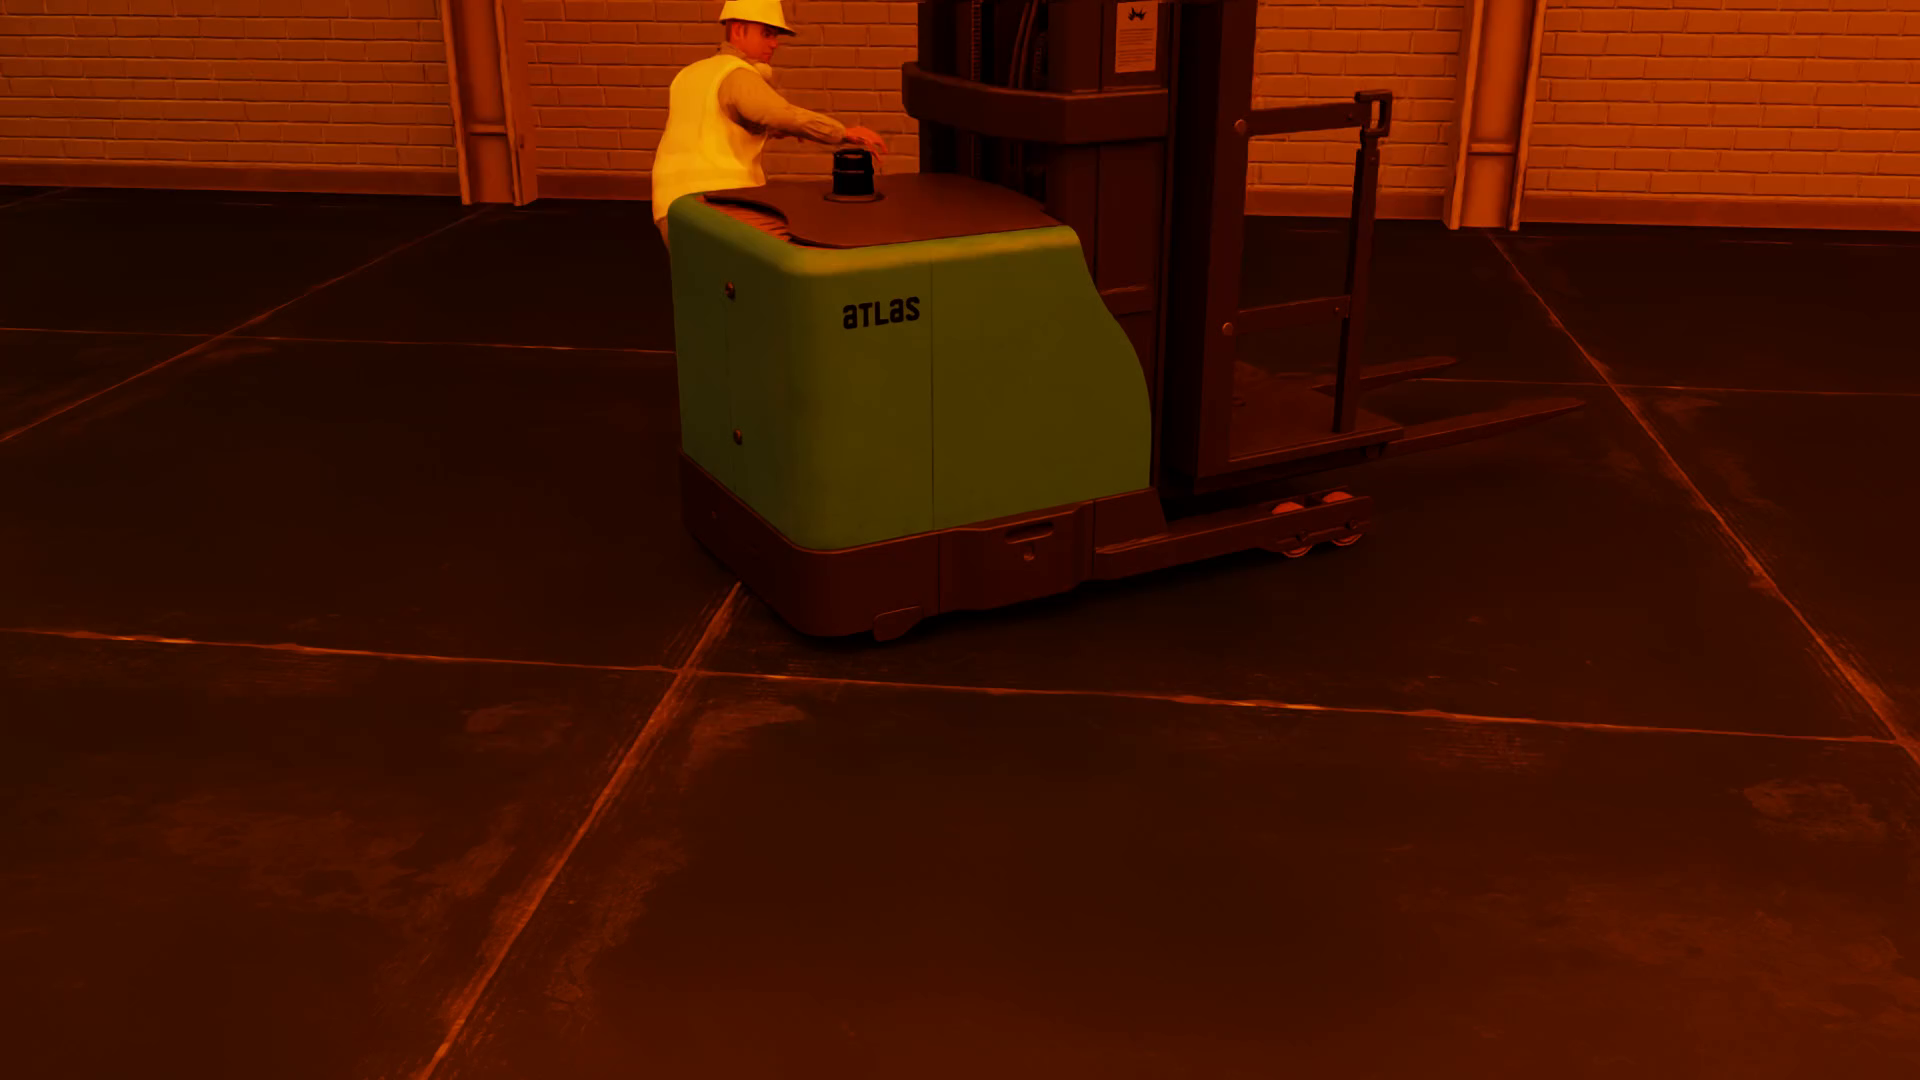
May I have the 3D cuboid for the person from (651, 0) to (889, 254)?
[{"bbox_3d":[-0.663,-1.286,6.342,0.909,1.561,1.069,8,23,19],"label":"person"}]

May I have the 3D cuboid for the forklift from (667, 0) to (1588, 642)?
[{"bbox_3d":[0.689,-1.466,4.895,3.031,2.935,1.130,-12,25,-26],"label":"forklift"}]
